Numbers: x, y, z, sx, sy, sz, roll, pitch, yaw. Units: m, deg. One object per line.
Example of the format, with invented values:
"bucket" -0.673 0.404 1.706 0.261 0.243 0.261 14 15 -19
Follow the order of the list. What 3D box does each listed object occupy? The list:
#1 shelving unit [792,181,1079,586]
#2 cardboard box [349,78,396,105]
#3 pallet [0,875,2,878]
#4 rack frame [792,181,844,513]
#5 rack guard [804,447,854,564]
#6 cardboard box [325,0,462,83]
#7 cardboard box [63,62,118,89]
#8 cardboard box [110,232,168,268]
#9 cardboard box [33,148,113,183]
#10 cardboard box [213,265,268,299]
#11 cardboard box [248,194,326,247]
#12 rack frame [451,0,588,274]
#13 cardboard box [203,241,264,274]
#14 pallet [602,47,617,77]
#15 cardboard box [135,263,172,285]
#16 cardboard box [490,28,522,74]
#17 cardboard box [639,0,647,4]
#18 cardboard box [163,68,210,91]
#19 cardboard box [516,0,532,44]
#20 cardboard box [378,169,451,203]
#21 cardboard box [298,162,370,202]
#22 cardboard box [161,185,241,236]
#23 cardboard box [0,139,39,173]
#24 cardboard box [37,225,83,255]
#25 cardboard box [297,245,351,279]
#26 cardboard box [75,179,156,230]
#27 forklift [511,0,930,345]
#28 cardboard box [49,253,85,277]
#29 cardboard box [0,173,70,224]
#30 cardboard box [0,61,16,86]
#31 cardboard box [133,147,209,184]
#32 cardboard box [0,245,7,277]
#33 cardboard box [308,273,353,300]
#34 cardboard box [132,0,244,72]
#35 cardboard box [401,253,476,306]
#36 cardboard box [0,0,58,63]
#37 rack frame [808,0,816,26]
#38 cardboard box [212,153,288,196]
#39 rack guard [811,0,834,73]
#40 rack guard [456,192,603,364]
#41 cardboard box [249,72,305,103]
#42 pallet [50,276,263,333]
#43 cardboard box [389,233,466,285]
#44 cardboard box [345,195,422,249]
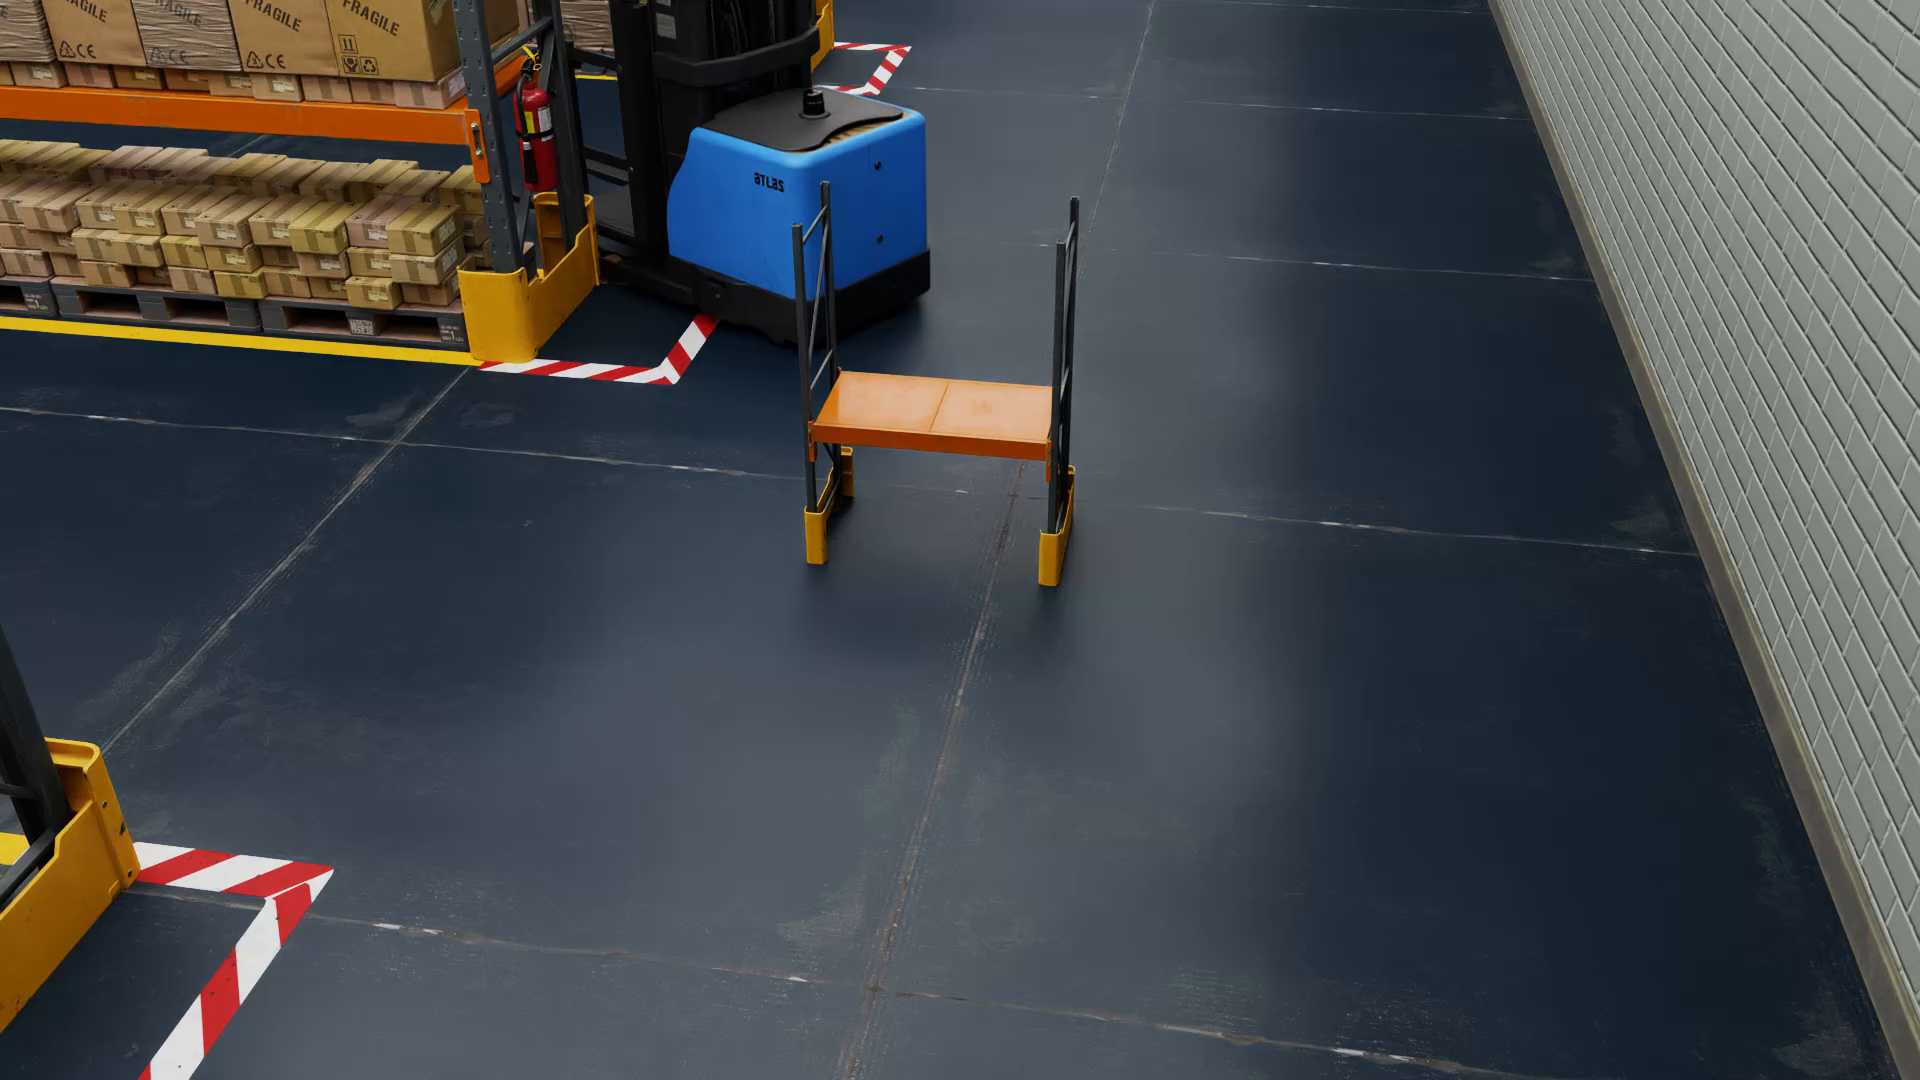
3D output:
"shelving unit" -0.075 -0.643 6.863 1.083 1.500 0.587 5 32 8
"cardboard box" -2.864 -2.323 8.371 0.250 0.149 0.380 5 32 8
"pallet" -3.790 1.243 5.065 1.213 0.211 1.003 5 32 8
"rack frame" -0.585 -0.689 6.937 0.032 1.500 0.500 5 32 8
"rack guard" -0.566 -0.157 7.266 0.087 0.250 0.587 5 32 8
"cardboard box" -2.742 -2.580 8.171 0.500 0.500 0.500 6 33 9
"cardboard box" -4.396 -2.469 8.604 0.250 0.149 0.380 6 33 10
"cardboard box" -4.375 -1.627 9.034 0.250 0.149 0.380 5 32 9
"cardboard box" -5.057 -2.105 9.516 0.250 0.149 0.380 6 33 10
"cardboard box" -3.834 -1.458 9.043 0.250 0.149 0.380 4 32 6
"cardboard box" -3.580 -1.708 8.882 0.250 0.149 0.380 4 32 6
"rack frame" -2.256 -2.506 8.427 0.127 3.000 1.000 5 32 8
"cardboard box" -3.849 -1.585 8.966 0.250 0.149 0.380 6 32 9
"pallet" -2.123 -3.940 13.345 1.213 0.211 1.003 5 32 8
"cardboard box" -4.337 -1.554 9.197 0.250 0.149 0.380 6 33 10
"cardboard box" -2.520 -2.600 8.814 0.250 0.149 0.380 5 32 8
"cardboard box" -1.966 -4.384 13.034 0.875 0.875 0.875 5 32 8
"cardboard box" -3.880 -2.442 8.561 0.250 0.149 0.380 4 32 6
"cardboard box" -3.741 -4.545 13.290 0.875 0.875 0.875 5 32 8
"cardboard box" -3.007 -1.914 9.212 0.250 0.149 0.380 6 33 9
"cardboard box" -3.492 -1.983 9.321 0.250 0.149 0.380 4 32 6
"cardboard box" -4.095 -1.785 9.004 0.250 0.149 0.380 4 32 7
"cardboard box" -5.546 -2.187 9.648 0.250 0.149 0.380 6 32 9
"cardboard box" -4.852 -1.718 9.179 0.250 0.149 0.380 7 33 10
"cardboard box" -3.337 -1.545 8.902 0.250 0.149 0.380 4 32 6
"cardboard box" -4.595 -1.836 9.086 0.250 0.149 0.380 4 32 6
"forklift" -1.624 -2.916 9.146 3.031 2.935 1.130 24 39 33
"cardboard box" -4.848 -1.611 9.288 0.250 0.149 0.380 4 32 6
"cardboard box" -5.114 -1.882 9.160 0.250 0.149 0.380 4 32 7
"cardboard box" -4.931 -2.496 8.647 0.250 0.149 0.380 6 33 9
"cardboard box" -4.506 -2.112 9.527 0.250 0.149 0.380 4 32 6
"cardboard box" -5.378 -1.614 9.292 0.250 0.149 0.380 5 32 8
"cardboard box" -3.326 -1.452 9.034 0.250 0.149 0.380 5 32 8
"cardboard box" -3.750 -2.669 8.313 0.500 0.500 0.500 5 32 8
"cardboard box" -2.810 -1.414 8.973 0.250 0.149 0.380 6 32 9
"cardboard box" -4.774 -2.752 8.444 0.500 0.500 0.500 5 32 7
"rack frame" -1.322 -5.091 12.557 0.127 3.000 1.000 5 32 8
"cardboard box" -4.016 -2.060 9.444 0.250 0.149 0.380 6 32 9
"rack guard" -1.298 -4.030 13.217 0.348 0.500 1.175 5 32 8
"rack guard" -2.331 -1.454 9.101 0.348 0.500 1.175 5 32 8
"cardboard box" -3.369 -2.348 8.411 0.250 0.149 0.380 6 33 10
"pallet" -4.325 -1.532 9.499 1.213 0.211 1.003 5 32 8
"cardboard box" -2.824 -1.500 8.830 0.250 0.149 0.380 4 32 7
"cardboard box" -3.058 -1.695 8.862 0.250 0.149 0.380 6 33 9
